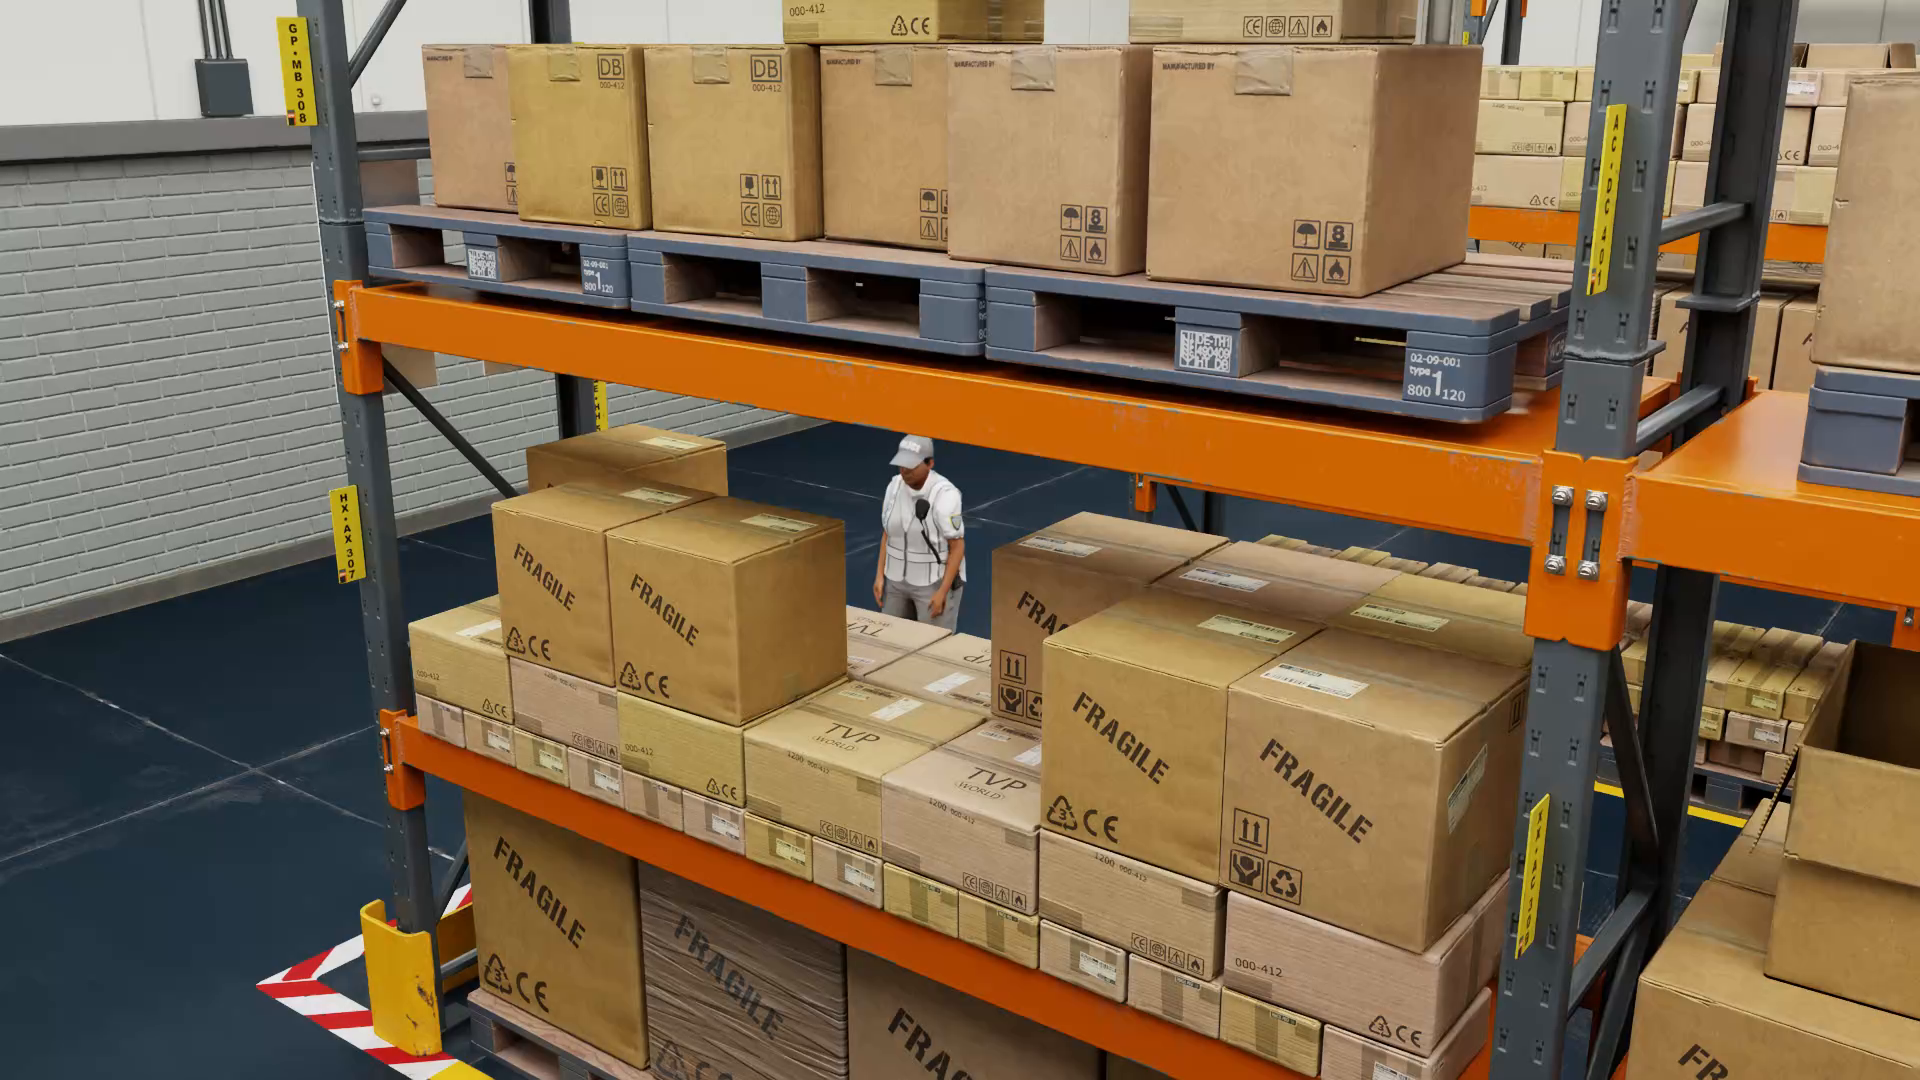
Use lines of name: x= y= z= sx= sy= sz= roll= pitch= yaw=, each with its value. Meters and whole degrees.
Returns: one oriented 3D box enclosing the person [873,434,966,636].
person: x=-0.219 y=0.246 z=8.701 sx=0.526 sy=1.670 sz=0.439 roll=11 pitch=20 yaw=33
